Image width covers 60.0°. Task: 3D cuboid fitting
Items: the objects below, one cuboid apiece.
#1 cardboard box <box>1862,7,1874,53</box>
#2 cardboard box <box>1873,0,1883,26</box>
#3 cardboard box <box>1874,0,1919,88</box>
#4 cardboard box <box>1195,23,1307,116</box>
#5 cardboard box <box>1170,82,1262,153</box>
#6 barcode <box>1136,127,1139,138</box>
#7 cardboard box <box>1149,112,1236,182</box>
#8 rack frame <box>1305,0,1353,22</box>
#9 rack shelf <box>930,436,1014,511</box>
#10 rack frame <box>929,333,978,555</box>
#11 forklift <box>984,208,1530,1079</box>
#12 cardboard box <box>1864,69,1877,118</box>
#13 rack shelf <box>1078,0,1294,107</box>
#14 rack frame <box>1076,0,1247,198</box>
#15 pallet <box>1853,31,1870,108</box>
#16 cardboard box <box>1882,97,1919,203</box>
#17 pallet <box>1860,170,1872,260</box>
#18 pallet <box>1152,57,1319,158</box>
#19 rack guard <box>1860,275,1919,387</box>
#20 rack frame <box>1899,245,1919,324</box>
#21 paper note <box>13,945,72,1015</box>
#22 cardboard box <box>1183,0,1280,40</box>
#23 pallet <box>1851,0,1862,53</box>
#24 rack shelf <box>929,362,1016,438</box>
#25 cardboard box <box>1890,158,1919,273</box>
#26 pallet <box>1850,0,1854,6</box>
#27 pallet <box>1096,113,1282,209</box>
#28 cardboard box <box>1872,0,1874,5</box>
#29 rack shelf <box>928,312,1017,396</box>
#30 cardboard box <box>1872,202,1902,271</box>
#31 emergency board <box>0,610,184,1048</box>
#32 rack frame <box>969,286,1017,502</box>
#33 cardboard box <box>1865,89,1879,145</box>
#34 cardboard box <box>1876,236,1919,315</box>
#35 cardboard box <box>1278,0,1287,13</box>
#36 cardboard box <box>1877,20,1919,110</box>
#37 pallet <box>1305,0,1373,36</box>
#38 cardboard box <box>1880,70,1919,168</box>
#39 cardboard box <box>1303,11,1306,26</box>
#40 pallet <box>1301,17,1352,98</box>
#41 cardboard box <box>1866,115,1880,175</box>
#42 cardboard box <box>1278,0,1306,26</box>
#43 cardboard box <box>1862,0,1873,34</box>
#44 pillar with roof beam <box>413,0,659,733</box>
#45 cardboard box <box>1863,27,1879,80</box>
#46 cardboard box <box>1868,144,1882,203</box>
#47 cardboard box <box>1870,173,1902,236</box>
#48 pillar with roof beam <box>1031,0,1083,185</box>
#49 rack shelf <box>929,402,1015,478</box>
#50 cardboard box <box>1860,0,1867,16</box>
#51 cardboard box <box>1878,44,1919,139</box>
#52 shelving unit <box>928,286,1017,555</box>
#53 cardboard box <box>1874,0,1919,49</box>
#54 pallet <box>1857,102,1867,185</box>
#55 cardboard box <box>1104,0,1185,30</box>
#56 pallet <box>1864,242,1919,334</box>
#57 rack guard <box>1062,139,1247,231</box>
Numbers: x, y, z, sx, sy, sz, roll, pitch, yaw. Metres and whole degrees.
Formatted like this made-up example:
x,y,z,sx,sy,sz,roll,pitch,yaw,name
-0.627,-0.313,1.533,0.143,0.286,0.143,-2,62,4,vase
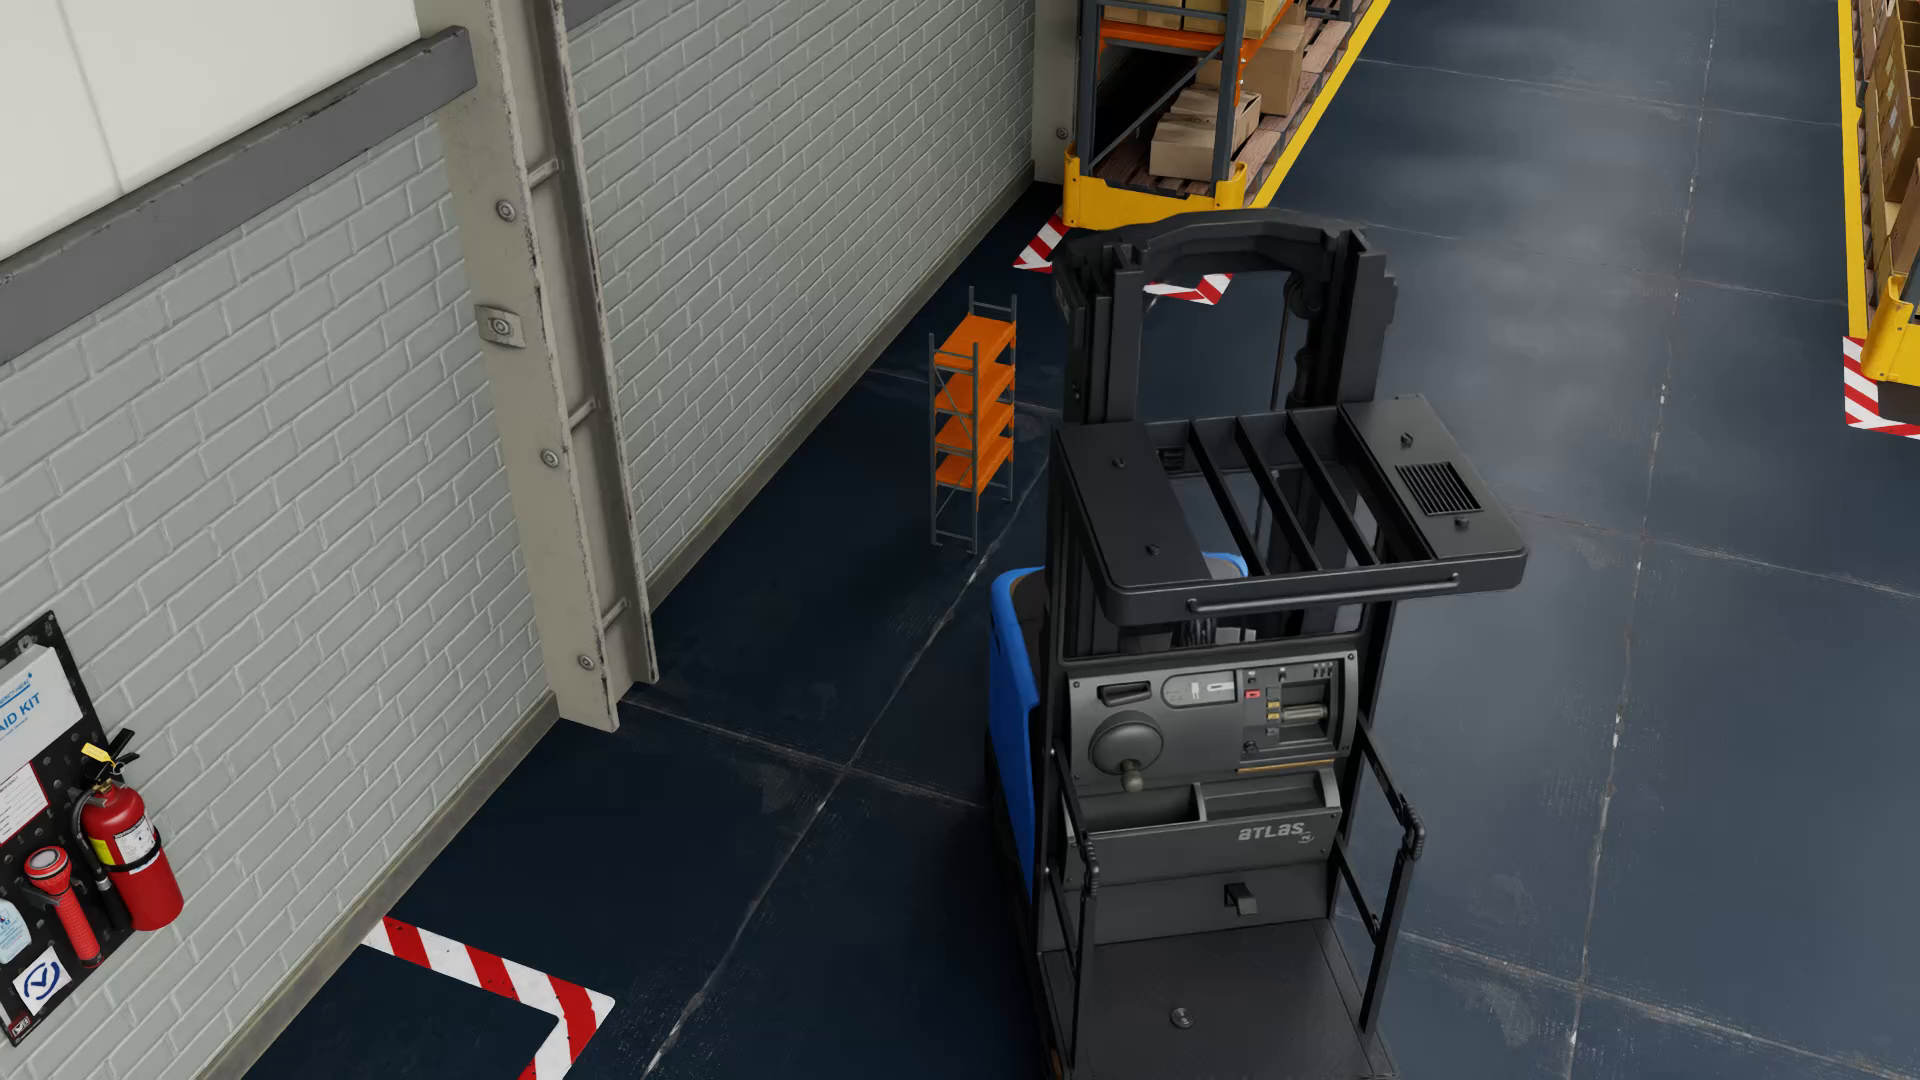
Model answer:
x,y,z,sx,sy,sz,roll,pitch,yaw,name
7.431,-3.975,13.110,0.500,0.250,0.500,13,39,17,cardboard box
7.428,-4.203,12.947,0.500,0.311,0.500,15,39,19,cardboard box
6.881,-3.515,11.868,0.500,0.500,0.500,14,39,18,cardboard box
2.131,-3.493,12.239,0.700,0.500,0.500,11,38,15,cardboard box
1.806,-3.022,11.768,0.500,0.311,0.500,17,40,21,cardboard box
1.226,-2.811,11.478,0.001,0.075,0.075,14,39,18,barcode
1.589,-2.706,11.345,0.500,0.311,0.500,10,38,13,cardboard box
2.765,-5.459,13.150,1.000,3.000,0.127,14,39,18,rack frame
0.063,-0.359,8.274,0.258,0.148,0.480,14,39,18,rack shelf
-0.030,-0.437,7.934,0.240,1.200,0.015,14,39,18,rack frame
0.833,0.632,5.058,1.130,2.935,3.031,-5,37,-7,forklift
6.890,-3.212,12.089,0.500,0.250,0.500,14,39,18,cardboard box
2.004,-4.064,11.884,1.077,0.370,4.000,14,39,18,rack shelf
1.243,-3.245,10.187,1.000,3.000,0.127,14,39,18,rack frame
7.591,-3.633,13.035,1.003,0.211,1.213,14,39,18,pallet
6.121,-2.407,10.386,0.500,0.500,0.500,14,39,18,cardboard box
6.543,-2.107,10.995,1.003,0.211,1.213,14,39,18,pallet
2.079,-3.285,12.570,1.003,0.211,1.213,14,39,18,pallet
5.816,-1.104,9.411,1.175,0.500,0.348,14,39,18,rack guard
5.825,-2.118,8.680,1.000,3.000,0.127,14,39,18,rack frame
-2.681,1.287,4.859,0.016,0.148,0.142,14,39,18,paper note
1.722,-3.390,10.491,0.500,0.250,0.500,13,39,16,cardboard box
8.054,-4.311,13.942,1.003,0.211,1.213,14,39,18,pallet
0.063,-0.698,8.021,0.258,0.148,0.480,14,39,18,rack shelf
5.754,-1.850,9.641,0.500,0.500,0.500,14,39,18,cardboard box
8.520,-4.984,14.843,1.003,0.211,1.213,14,39,18,pallet
1.613,-2.612,11.669,1.003,0.211,1.213,14,39,18,pallet
7.620,-4.479,13.316,0.500,0.311,0.500,14,39,18,cardboard box
0.063,-0.887,7.880,0.258,0.148,0.480,14,39,18,rack shelf
5.935,-1.829,10.239,0.500,0.250,0.500,14,39,18,cardboard box
-2.549,0.852,4.706,0.194,1.169,0.643,14,39,18,emergency board
0.156,-0.707,8.296,0.240,1.200,0.015,14,39,18,rack frame
6.695,-2.936,11.721,0.500,0.250,0.500,14,39,18,cardboard box
5.756,-1.549,9.865,0.500,0.250,0.500,14,39,18,cardboard box
1.906,-3.681,10.880,0.500,0.250,0.500,13,39,16,cardboard box
6.698,-3.236,11.495,0.500,0.500,0.500,14,39,18,cardboard box
3.060,-4.774,14.562,1.003,0.211,1.213,14,39,18,pallet
6.312,-2.684,10.756,0.500,0.500,0.500,14,39,18,cardboard box
2.589,-4.198,13.461,0.380,0.166,0.250,9,38,12,cardboard box
2.542,-3.962,13.476,1.003,0.211,1.213,14,39,18,pallet
6.500,-2.661,11.352,0.500,0.250,0.500,14,39,18,cardboard box
2.407,-4.050,12.986,0.500,0.500,0.500,11,38,14,cardboard box
7.625,-4.258,13.489,0.500,0.250,0.500,15,39,19,cardboard box
2.407,-1.930,3.417,9.100,9.000,0.400,14,39,18,pillar with roof beam
7.237,-3.695,12.736,0.500,0.250,0.500,13,39,17,cardboard box
6.316,-2.383,10.980,0.500,0.250,0.500,14,39,18,cardboard box
6.124,-2.106,10.610,0.500,0.250,0.500,14,39,18,cardboard box
4.690,-5.251,7.861,9.100,9.000,0.400,14,39,18,pillar with roof beam
0.063,-0.518,8.155,0.258,0.148,0.480,14,39,18,rack shelf
7.820,-4.540,13.866,0.500,0.250,0.500,15,39,19,cardboard box
6.501,-2.961,11.127,0.500,0.500,0.500,14,39,18,cardboard box
0.063,-0.572,8.115,0.258,1.200,0.503,14,39,18,shelving unit
7.236,-3.914,12.560,0.500,0.311,0.500,14,39,18,cardboard box
7.006,-2.785,11.901,1.003,0.211,1.213,14,39,18,pallet
1.241,-3.496,10.631,0.500,0.250,0.500,14,39,18,cardboard box
6.077,-1.434,10.094,1.003,0.211,1.213,14,39,18,pallet
1.272,-2.285,10.992,1.175,0.500,0.348,14,39,18,rack guard
